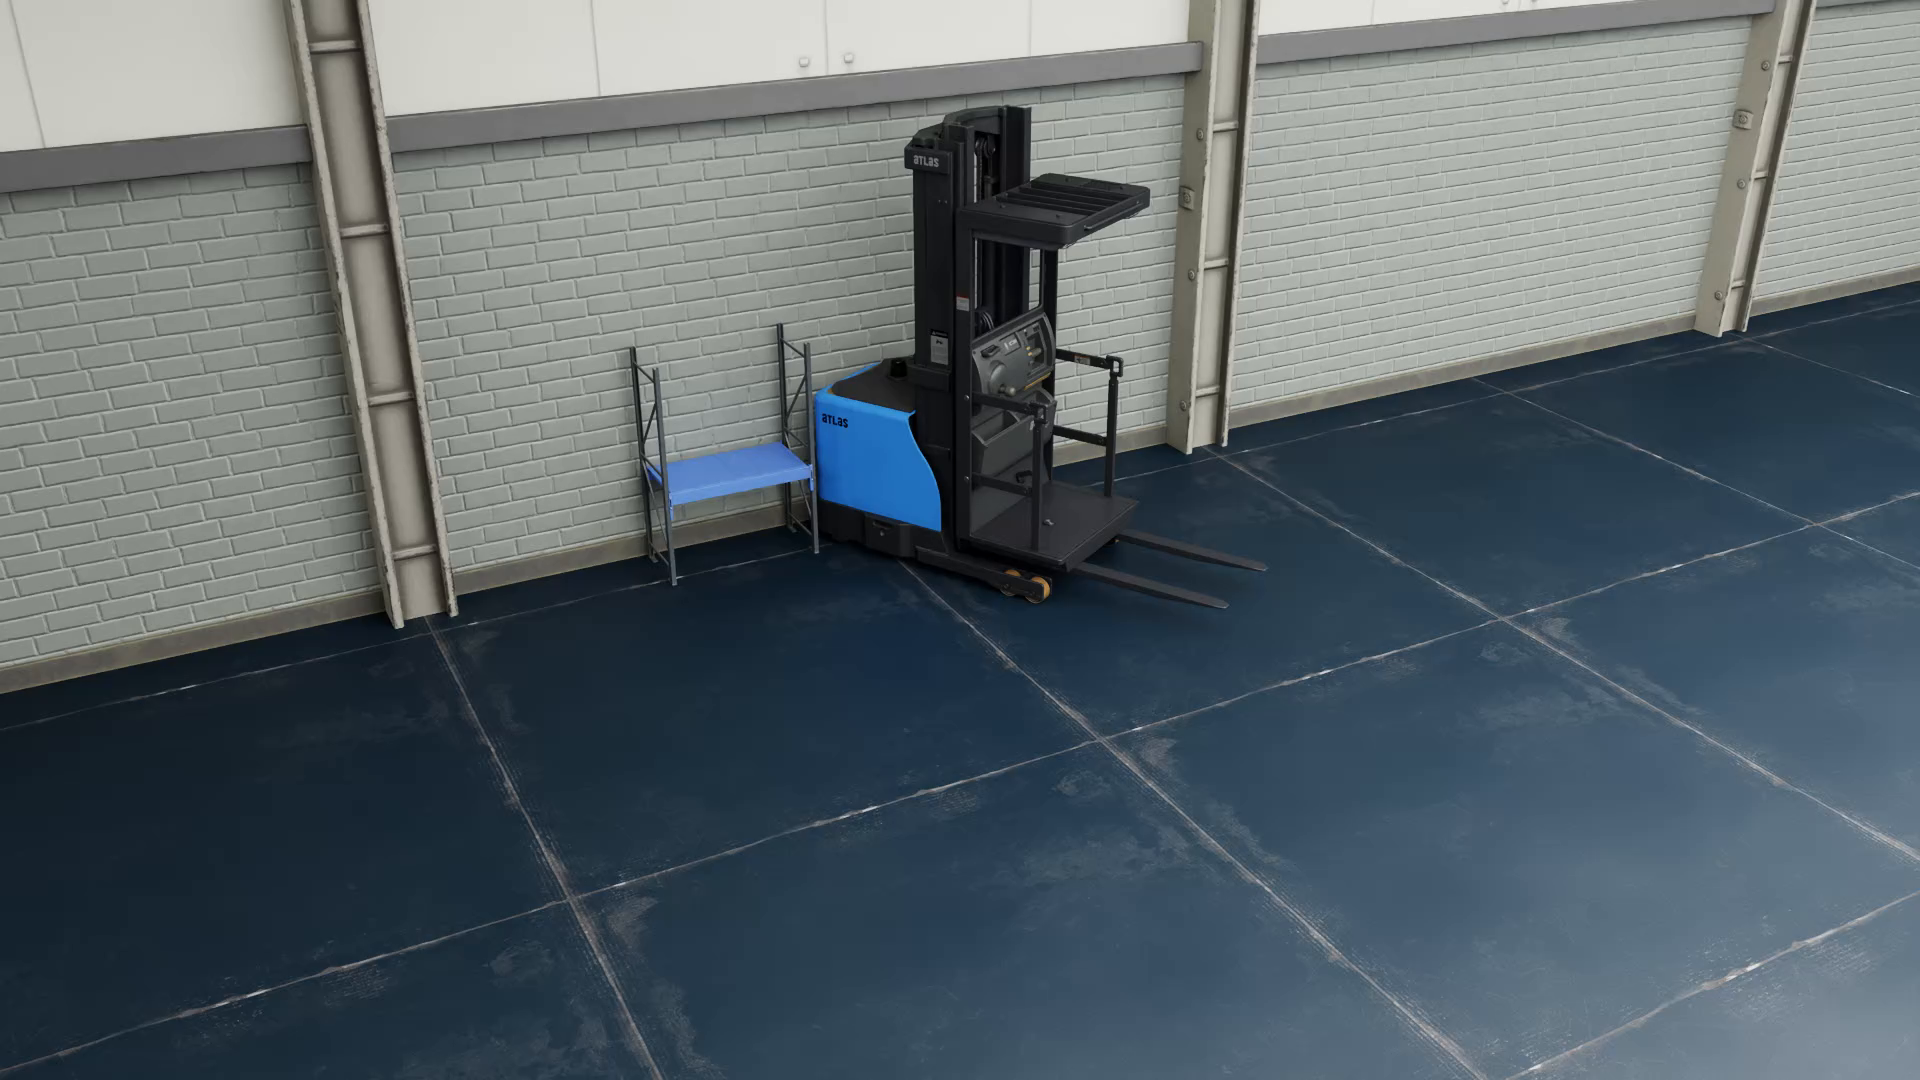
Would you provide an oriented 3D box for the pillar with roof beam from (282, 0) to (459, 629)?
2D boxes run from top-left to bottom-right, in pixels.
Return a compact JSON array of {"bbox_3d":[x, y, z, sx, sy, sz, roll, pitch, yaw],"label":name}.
[{"bbox_3d":[-1.405,-1.956,5.229,0.400,9.000,9.100,-13,29,-25],"label":"pillar with roof beam"}]

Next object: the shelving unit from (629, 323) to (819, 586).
[{"bbox_3d":[-1.544,-0.576,11.018,1.048,1.500,0.538,-13,29,-25],"label":"shelving unit"}]

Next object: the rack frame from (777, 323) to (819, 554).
[{"bbox_3d":[-1.095,-0.679,11.234,0.032,1.500,0.500,-13,29,-25],"label":"rack frame"}]

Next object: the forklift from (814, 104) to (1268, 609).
[{"bbox_3d":[0.525,-1.176,10.616,3.031,2.935,1.130,15,30,29],"label":"forklift"}]

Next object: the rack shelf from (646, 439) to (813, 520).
[{"bbox_3d":[-1.544,-0.413,11.096,1.000,0.185,0.538,-13,29,-25],"label":"rack shelf"}]

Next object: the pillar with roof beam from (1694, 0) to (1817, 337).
[{"bbox_3d":[9.184,-4.400,10.319,0.400,9.000,9.100,-13,29,-25],"label":"pillar with roof beam"}]

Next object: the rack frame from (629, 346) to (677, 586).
[{"bbox_3d":[-1.992,-0.472,10.802,0.032,1.500,0.500,-13,29,-25],"label":"rack frame"}]

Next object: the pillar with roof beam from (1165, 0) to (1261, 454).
[{"bbox_3d":[3.889,-3.178,7.774,0.400,9.000,9.100,-13,29,-25],"label":"pillar with roof beam"}]
